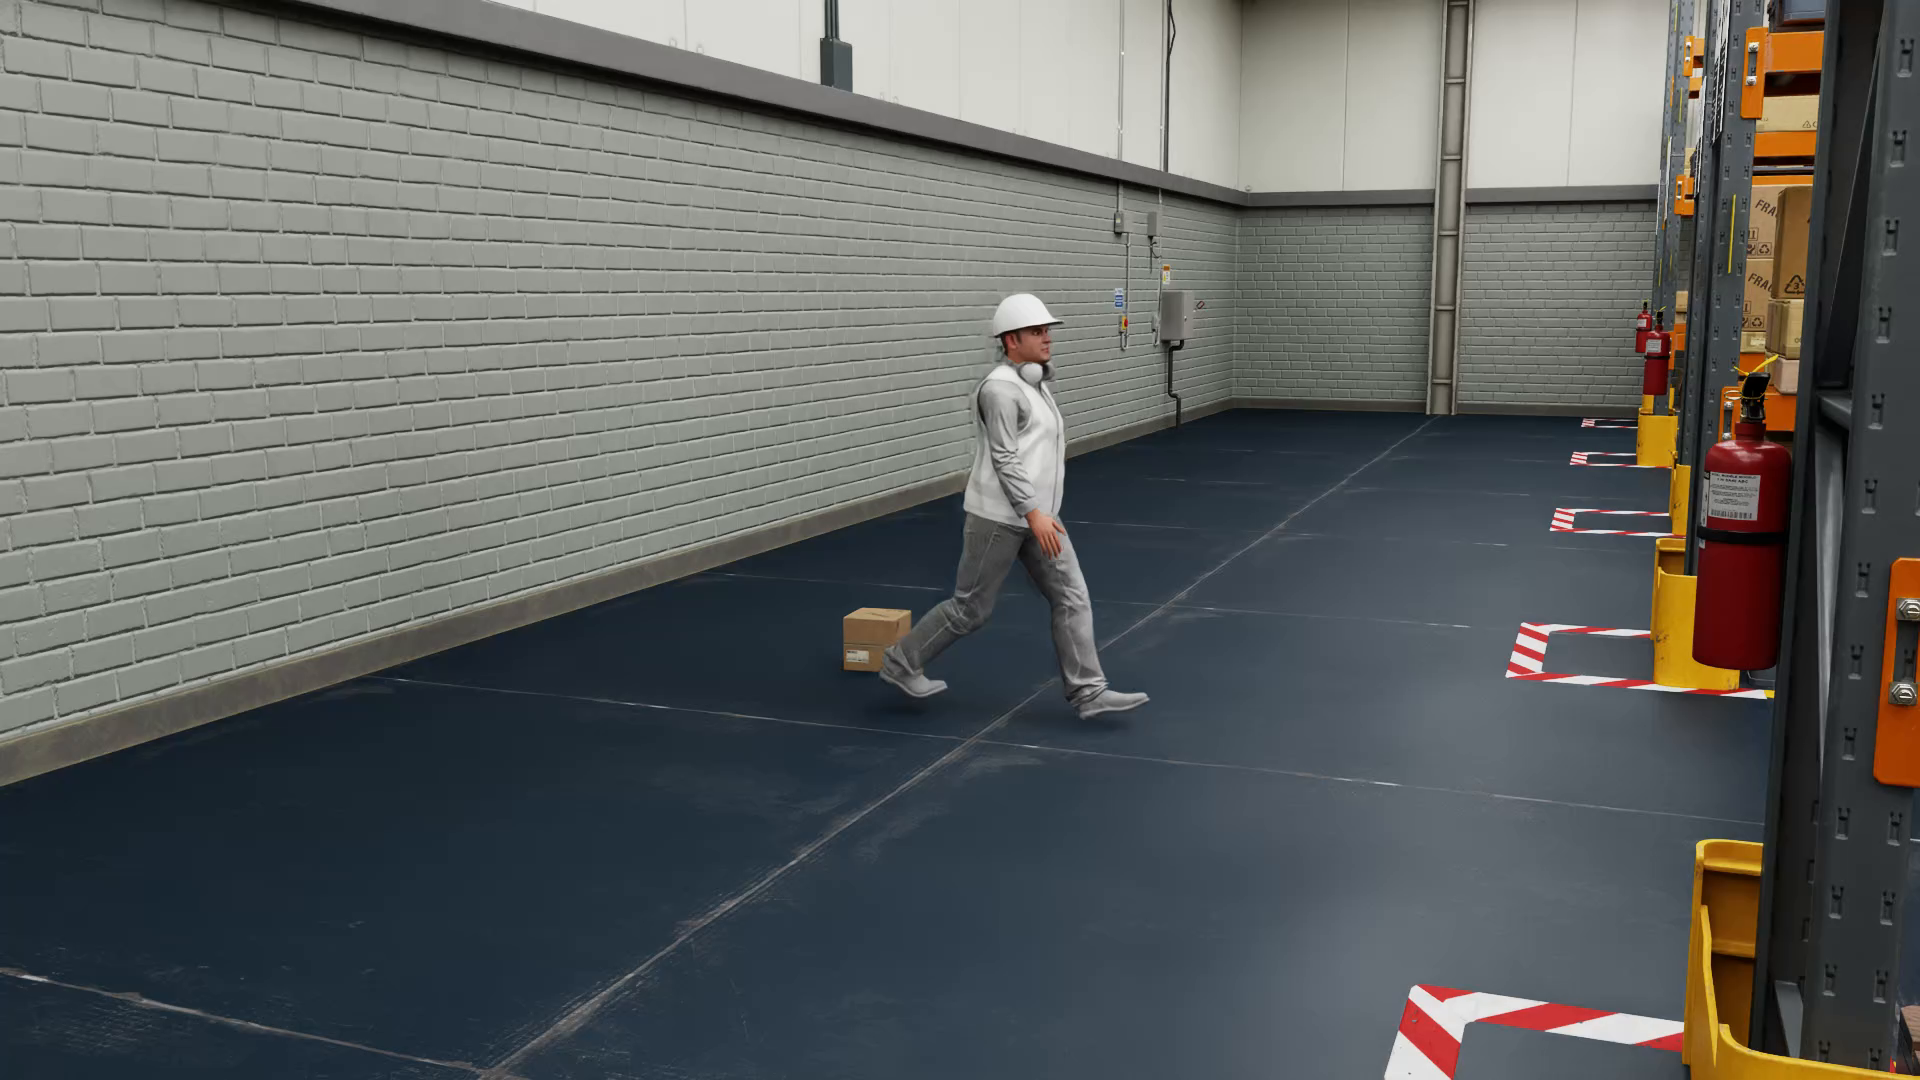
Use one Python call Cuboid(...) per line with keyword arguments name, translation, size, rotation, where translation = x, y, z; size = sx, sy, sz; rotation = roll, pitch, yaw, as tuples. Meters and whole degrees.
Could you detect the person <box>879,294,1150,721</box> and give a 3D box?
Cuboid(name="person", translation=(0.203, -0.122, 6.689), size=(1.109, 1.717, 0.571), rotation=(4, 10, 27))
